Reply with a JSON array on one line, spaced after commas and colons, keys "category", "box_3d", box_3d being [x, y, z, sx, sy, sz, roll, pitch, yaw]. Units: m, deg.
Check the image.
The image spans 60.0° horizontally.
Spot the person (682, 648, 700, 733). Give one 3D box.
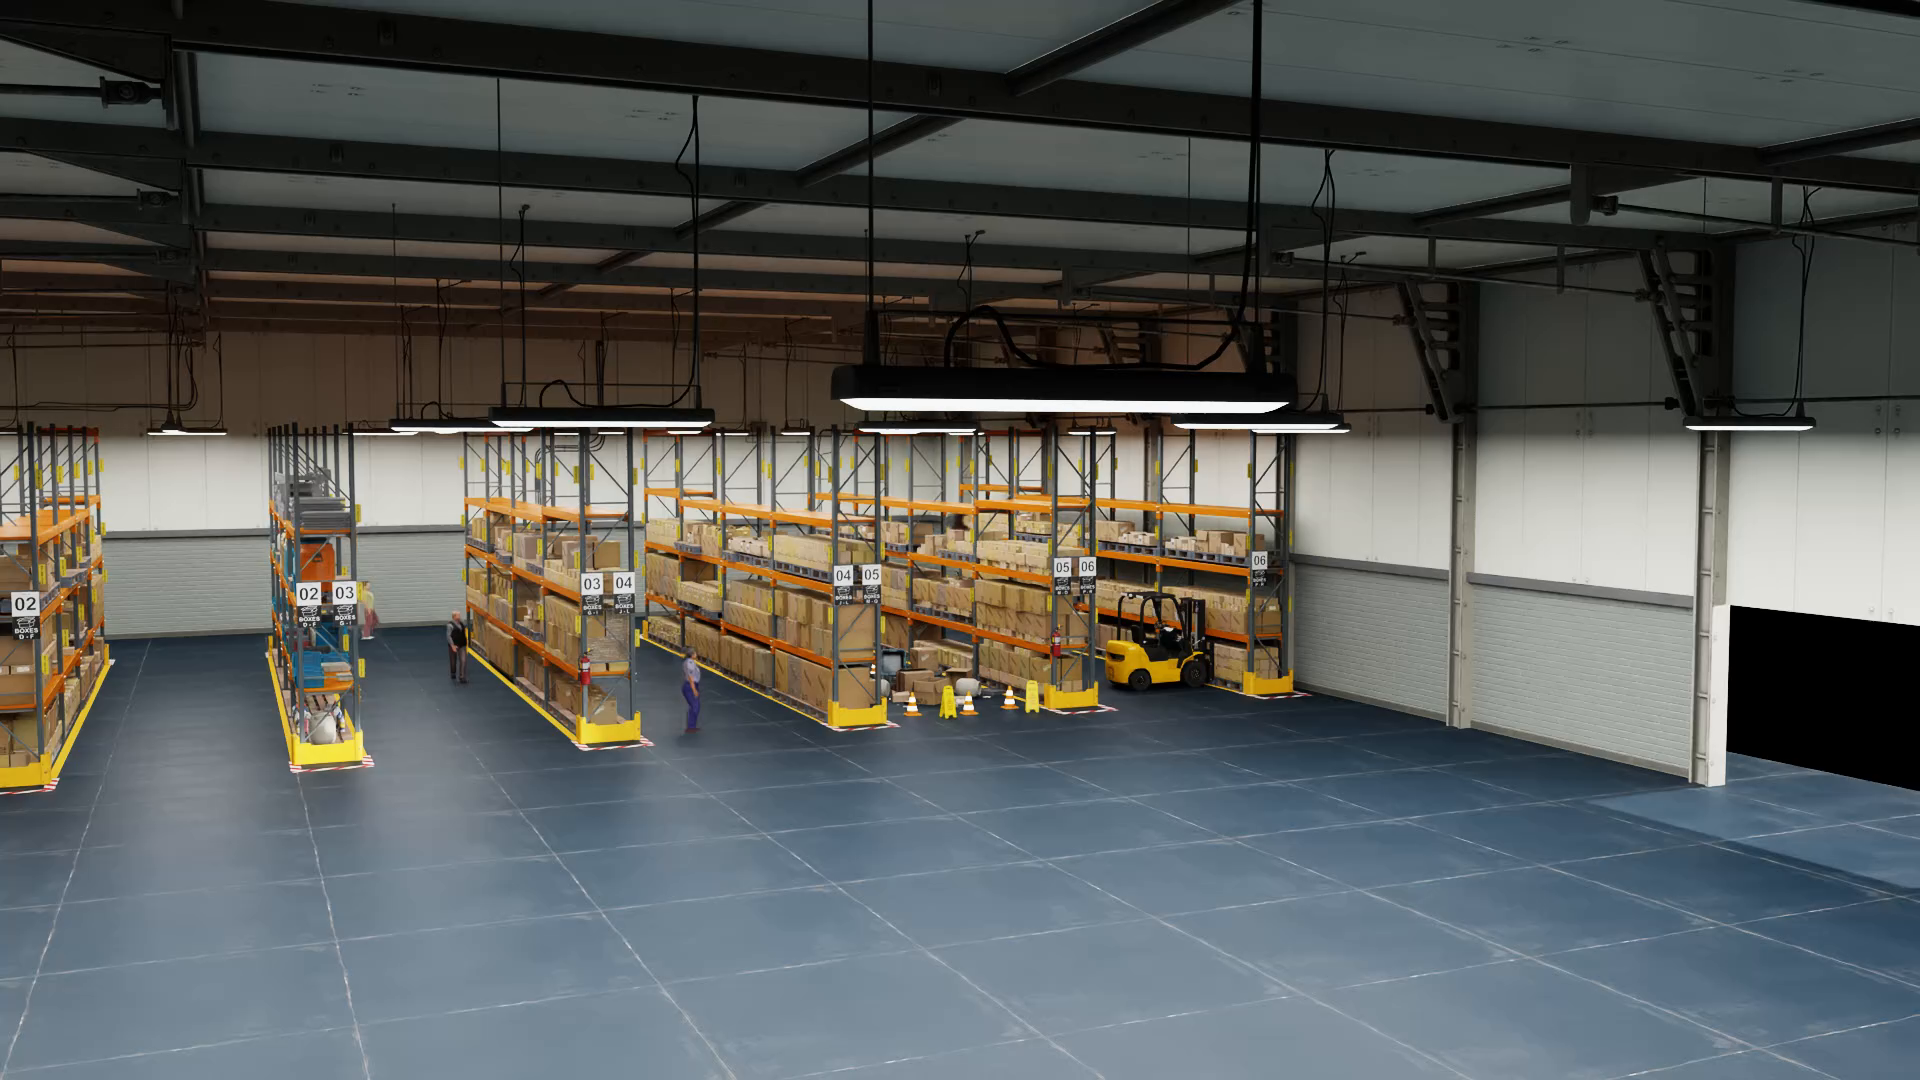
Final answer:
[{"category": "person", "box_3d": [-5.258, 2.964, 32.530, 0.368, 1.691, 0.528, 0, 4, -5]}]

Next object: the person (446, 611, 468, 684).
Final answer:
[{"category": "person", "box_3d": [-11.790, 2.548, 38.983, 0.482, 1.604, 1.012, -1, 4, -19]}]

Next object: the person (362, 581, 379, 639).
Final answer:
[{"category": "person", "box_3d": [-16.754, 2.043, 47.231, 0.446, 1.551, 0.506, -1, 4, -15]}]
